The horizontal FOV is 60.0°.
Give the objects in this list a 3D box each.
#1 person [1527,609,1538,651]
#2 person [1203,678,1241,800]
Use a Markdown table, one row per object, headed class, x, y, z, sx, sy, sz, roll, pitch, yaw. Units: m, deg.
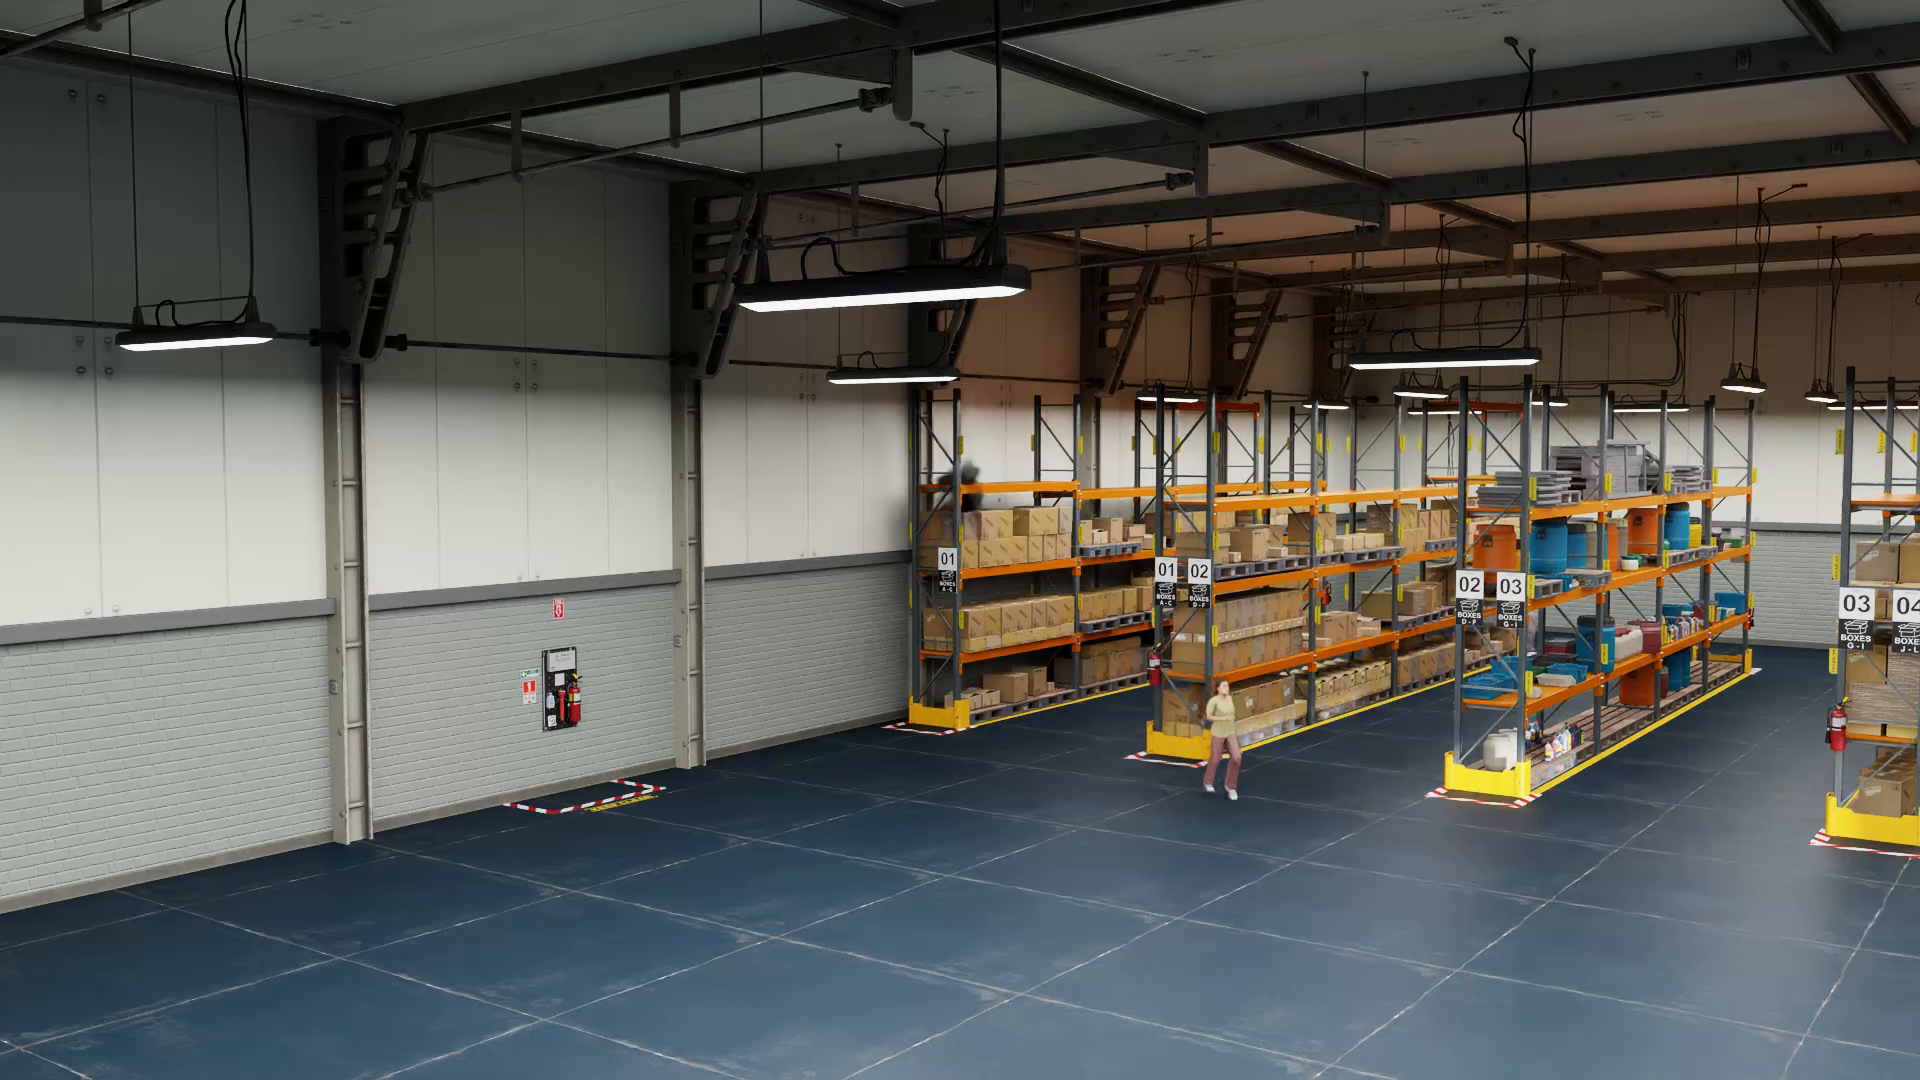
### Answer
| class | x | y | z | sx | sy | sz | roll | pitch | yaw |
| --- | --- | --- | --- | --- | --- | --- | --- | --- | --- |
| person | 13.882 | 1.880 | 40.613 | 0.615 | 1.649 | 0.556 | -2 | 4 | -27 |
| person | 3.710 | 2.819 | 23.655 | 0.576 | 1.735 | 0.742 | -1 | 4 | -24 |
